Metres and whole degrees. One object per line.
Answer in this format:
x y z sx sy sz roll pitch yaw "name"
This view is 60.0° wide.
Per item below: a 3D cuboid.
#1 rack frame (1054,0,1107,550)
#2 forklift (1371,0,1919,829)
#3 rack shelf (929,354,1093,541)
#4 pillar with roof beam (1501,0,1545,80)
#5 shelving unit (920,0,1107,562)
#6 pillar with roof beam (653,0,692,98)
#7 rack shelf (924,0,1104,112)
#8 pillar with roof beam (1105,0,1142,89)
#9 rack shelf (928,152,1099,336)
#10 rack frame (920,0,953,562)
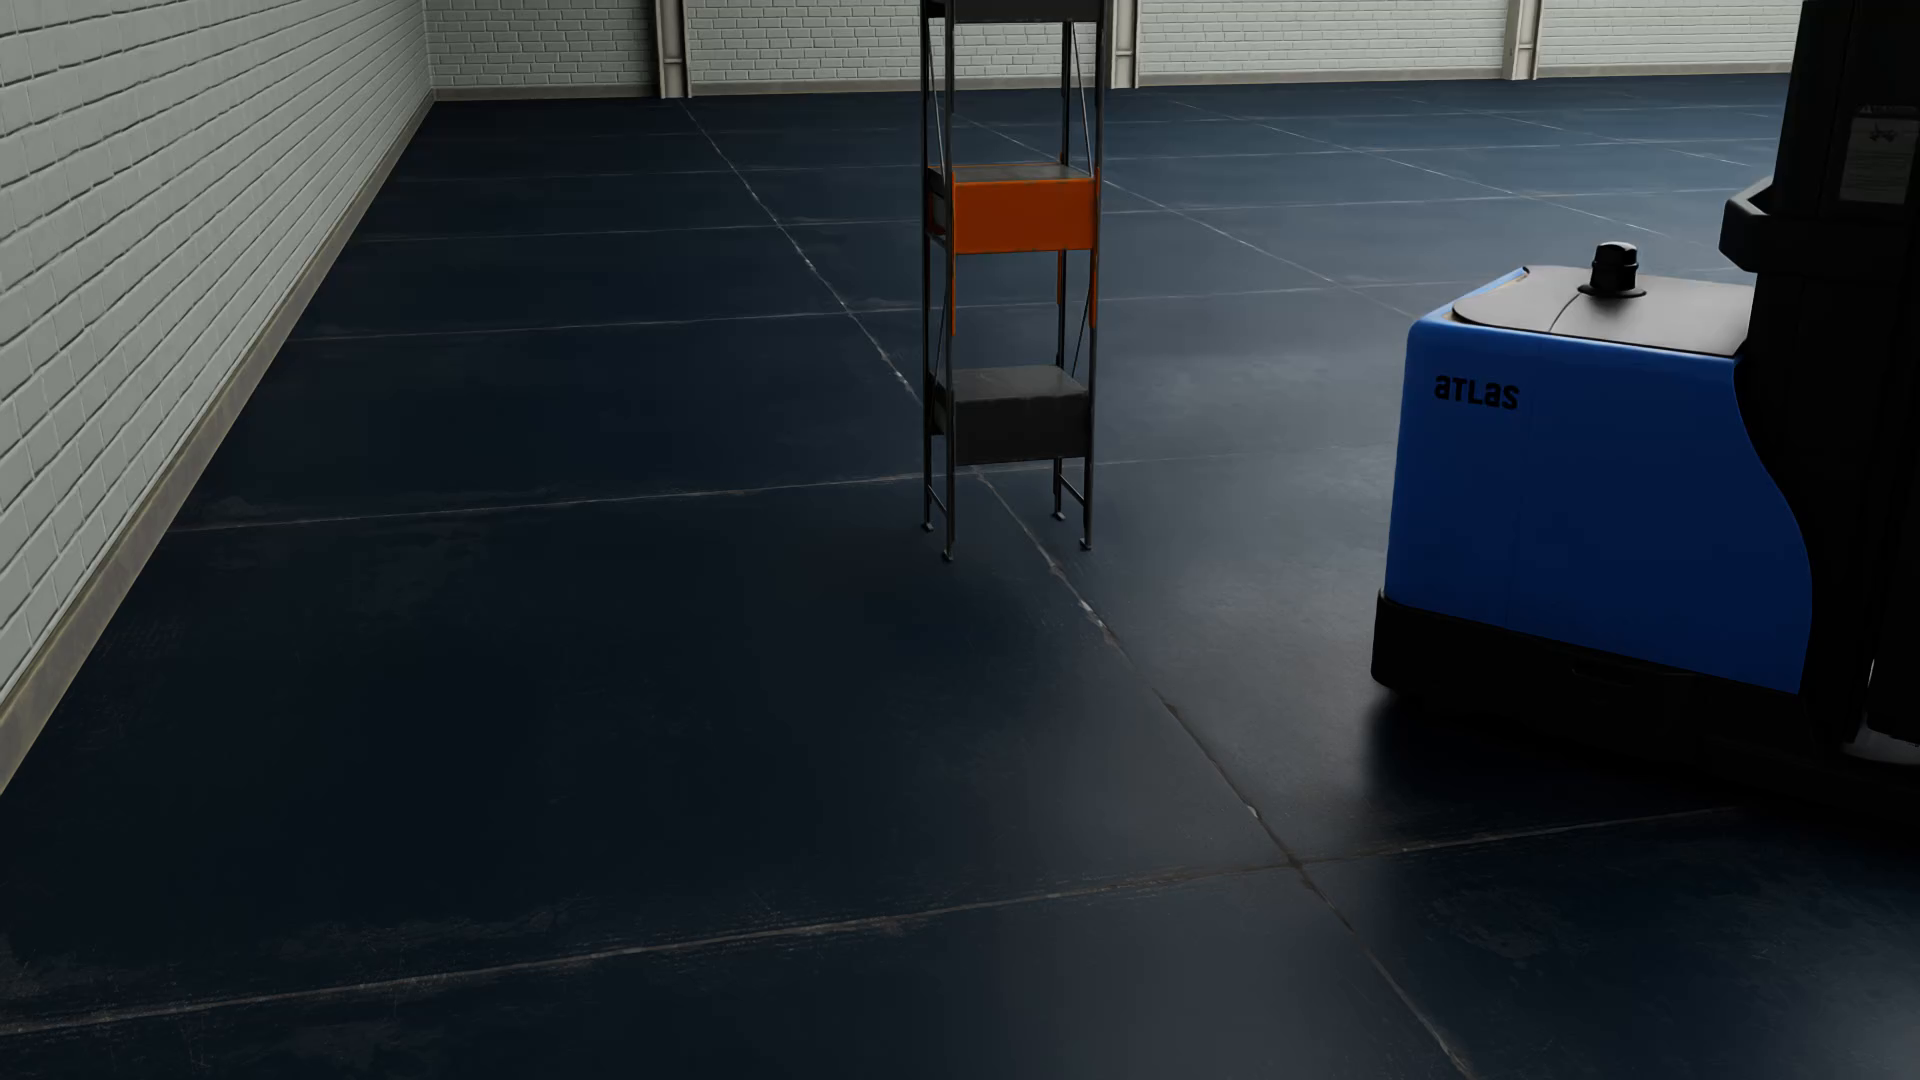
0.399 -1.018 5.542 0.015 2.100 0.400 -5 21 -12 "rack frame"
2.635 -0.774 3.666 3.031 2.935 1.130 13 24 32 "forklift"
0.161 -0.329 5.735 0.480 0.518 0.431 -5 21 -12 "rack shelf"
9.021 -9.416 18.437 0.400 9.000 9.100 -5 21 -12 "pillar with roof beam"
0.161 -0.999 5.489 0.503 2.100 0.431 -5 21 -12 "shelving unit"
-2.657 -8.466 15.844 0.400 9.000 9.100 -5 21 -12 "pillar with roof beam"
0.161 -1.644 5.253 0.480 0.518 0.431 -5 21 -12 "rack shelf"
3.182 -8.941 17.140 0.400 9.000 9.100 -5 21 -12 "pillar with roof beam"
0.161 -0.986 5.494 0.480 0.518 0.431 -5 21 -12 "rack shelf"
-0.076 -0.980 5.436 0.015 2.100 0.400 -5 21 -12 "rack frame"
